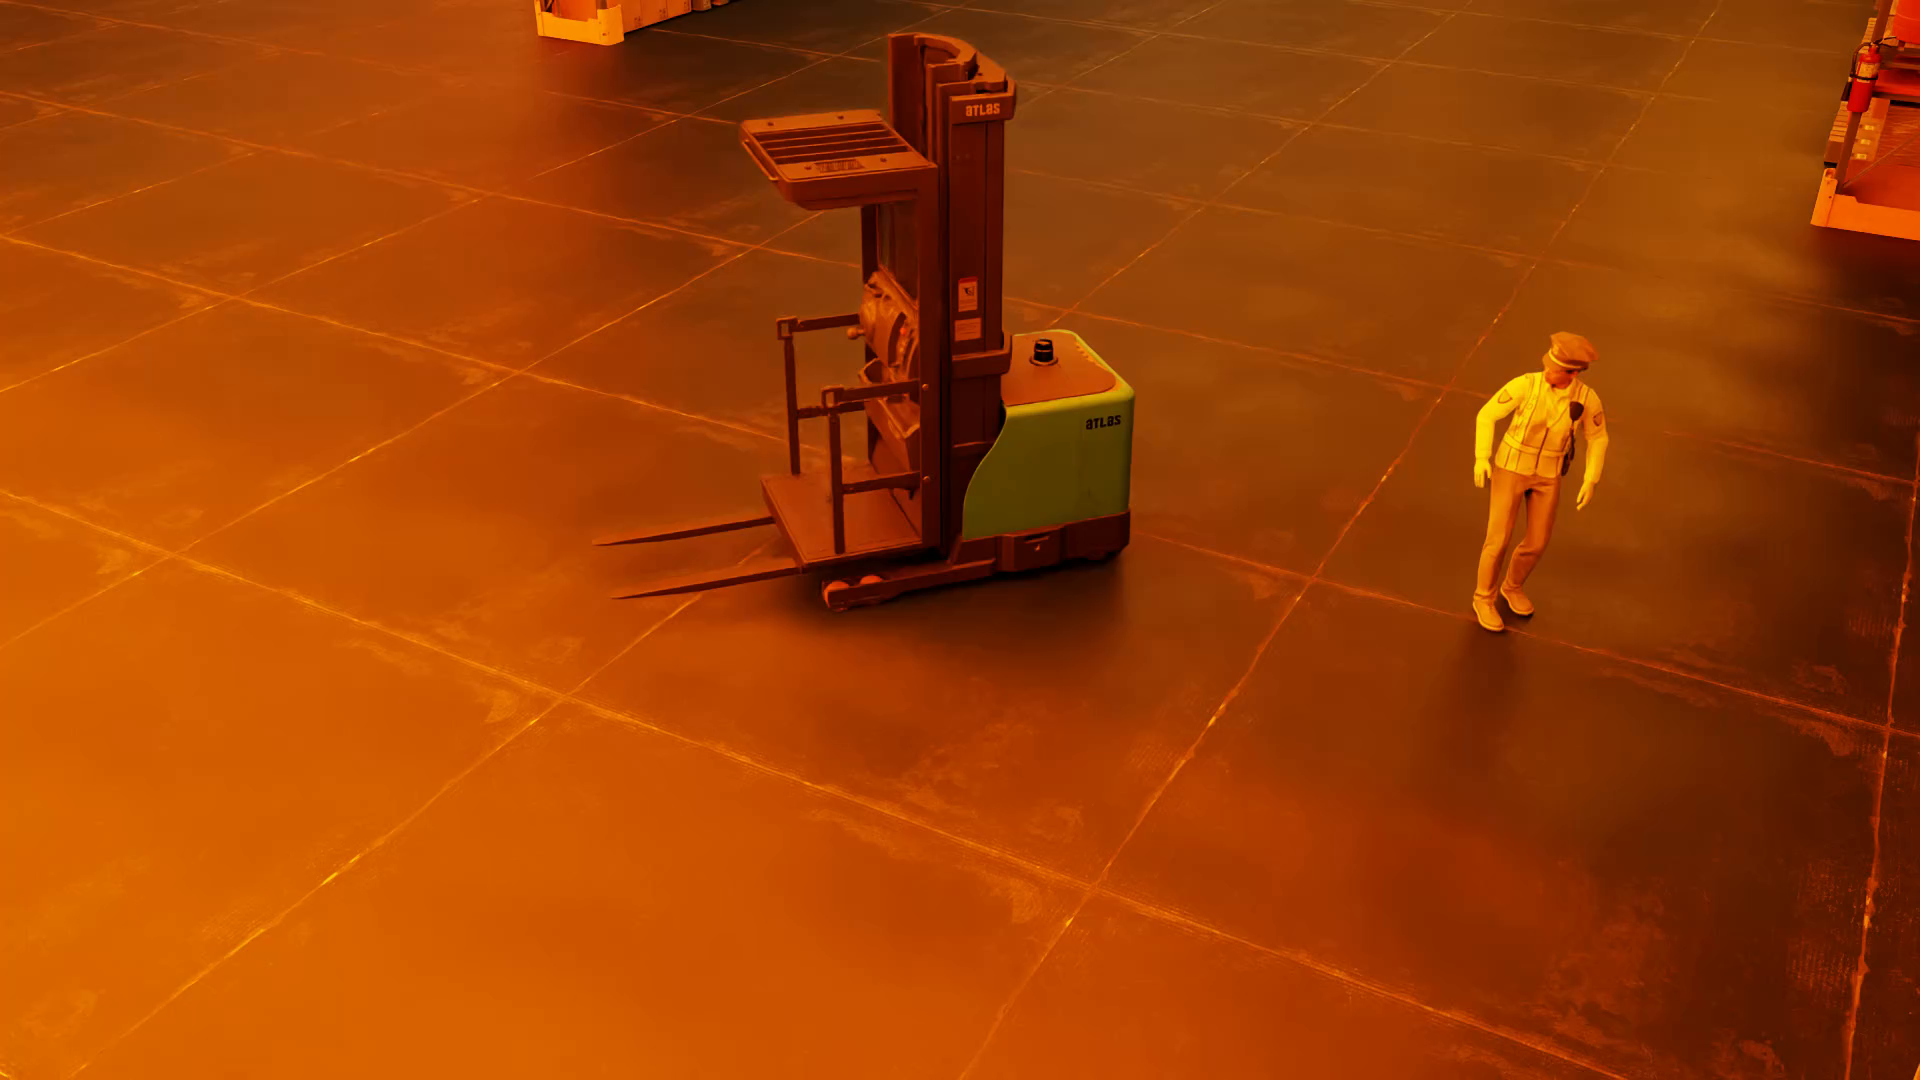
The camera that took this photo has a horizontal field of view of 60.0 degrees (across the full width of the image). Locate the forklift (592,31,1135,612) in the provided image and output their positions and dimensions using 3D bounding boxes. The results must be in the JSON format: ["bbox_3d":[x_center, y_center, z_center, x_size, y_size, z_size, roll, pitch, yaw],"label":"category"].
[{"bbox_3d":[-0.576,-1.167,9.092,3.031,2.935,1.130,-10,31,-16],"label":"forklift"}]

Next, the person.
[{"bbox_3d":[3.097,-0.312,8.896,0.687,1.653,0.467,2,30,3],"label":"person"}]
